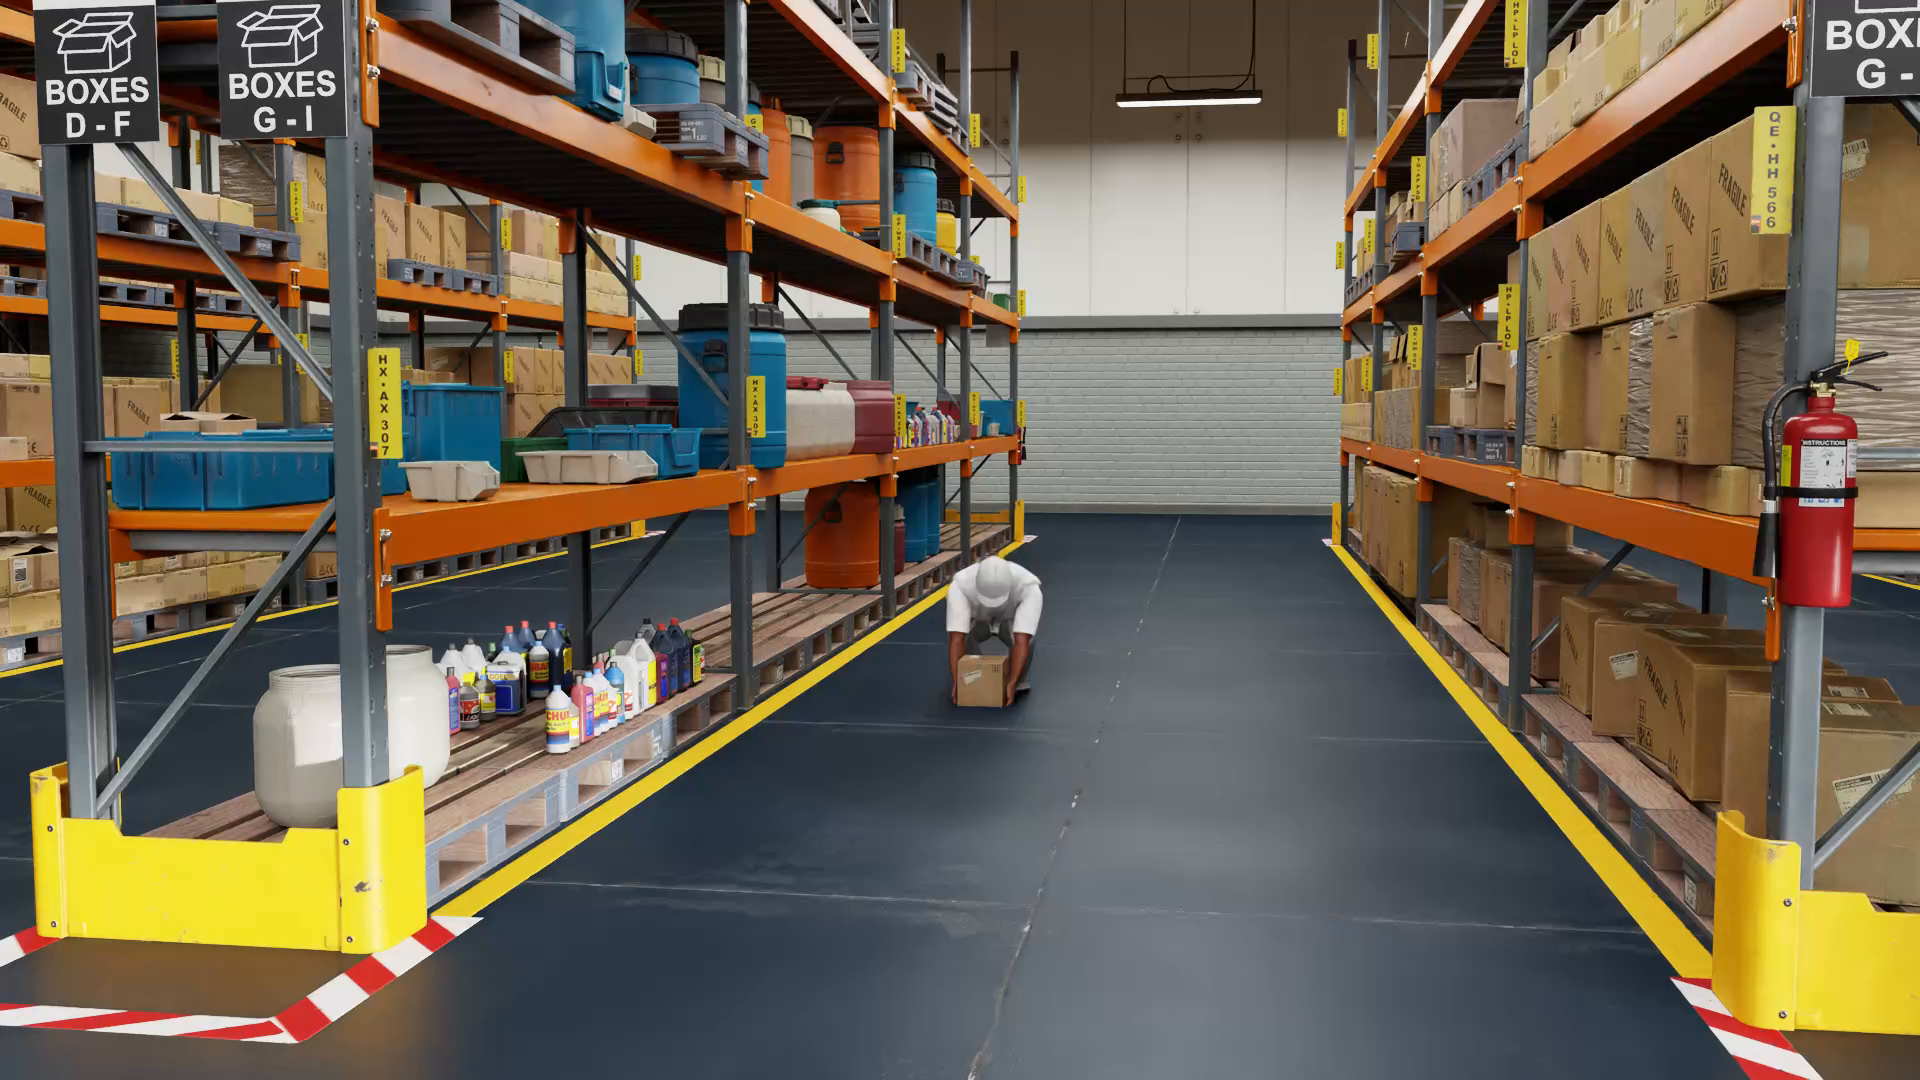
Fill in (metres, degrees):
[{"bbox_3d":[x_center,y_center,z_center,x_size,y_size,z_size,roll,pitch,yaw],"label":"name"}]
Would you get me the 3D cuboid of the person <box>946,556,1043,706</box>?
[{"bbox_3d":[0.211,0.504,9.509,0.543,0.890,0.915,1,4,8],"label":"person"}]
